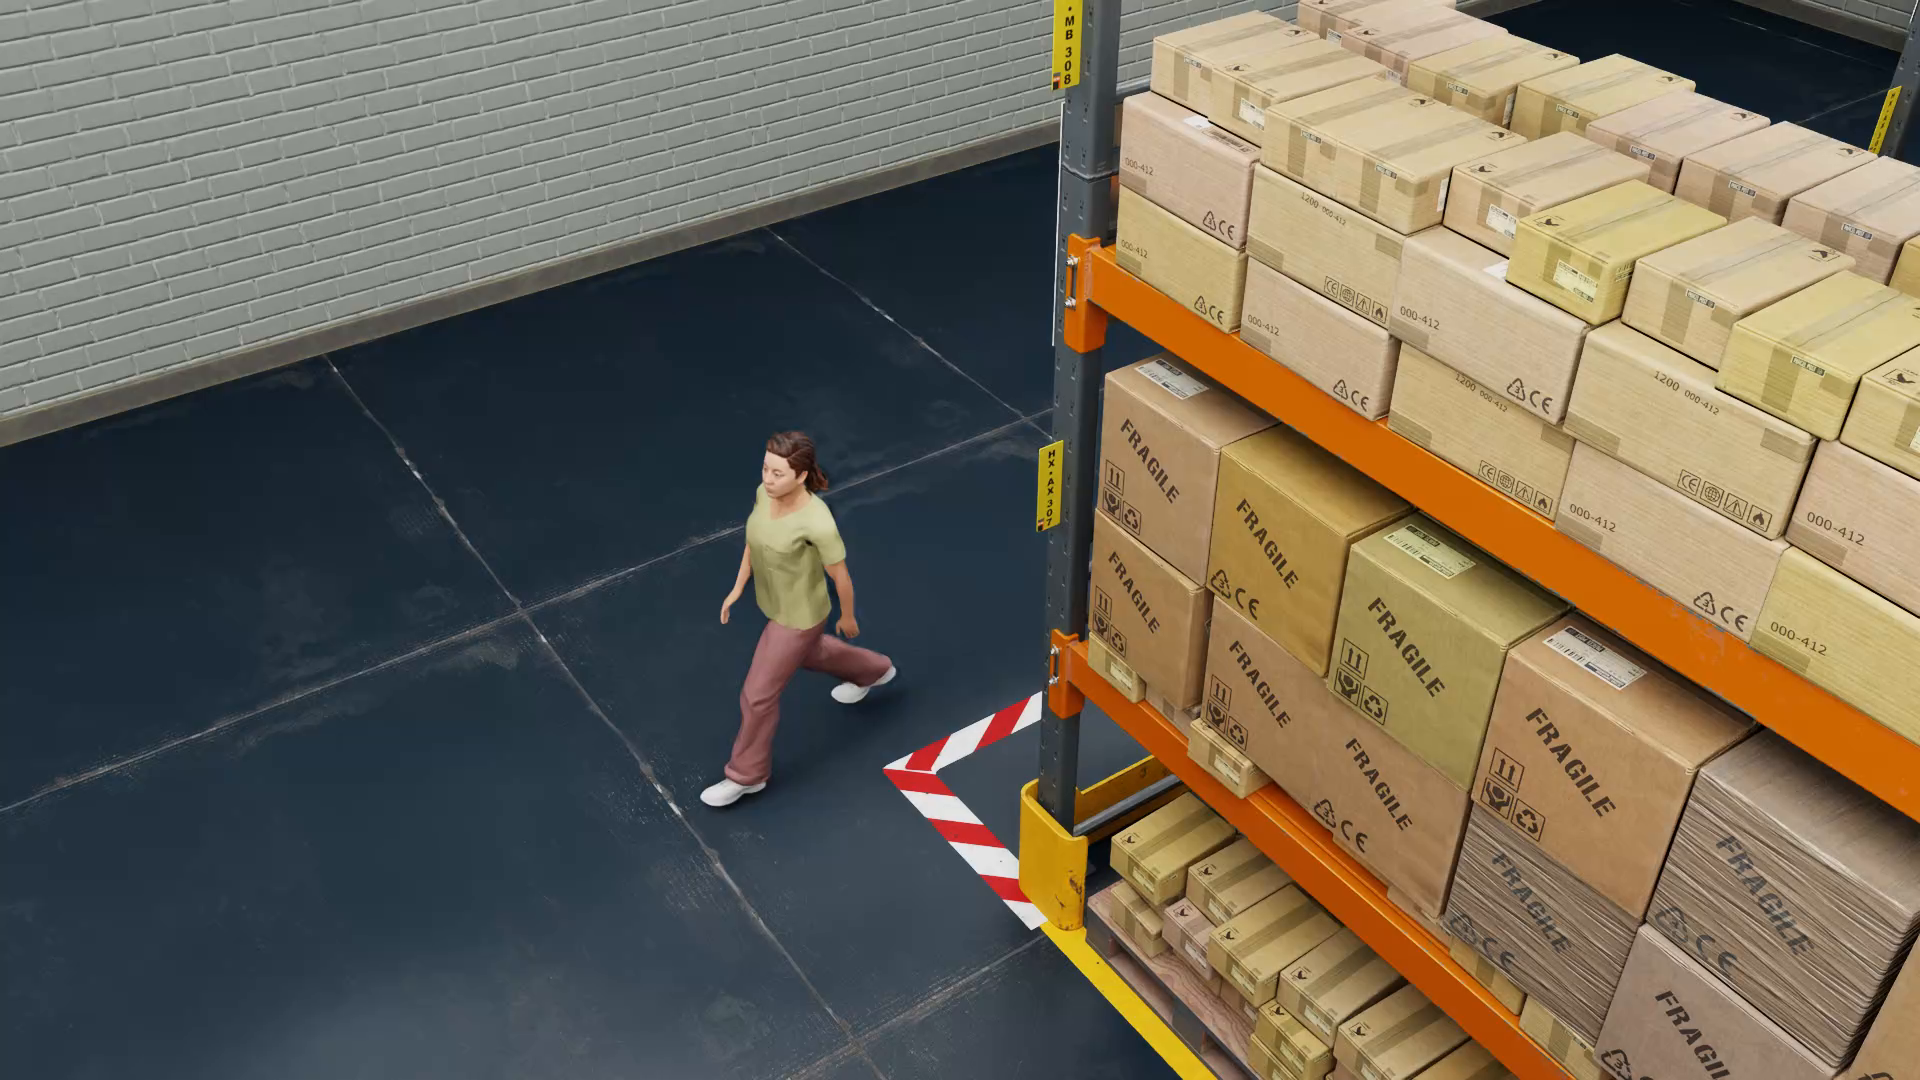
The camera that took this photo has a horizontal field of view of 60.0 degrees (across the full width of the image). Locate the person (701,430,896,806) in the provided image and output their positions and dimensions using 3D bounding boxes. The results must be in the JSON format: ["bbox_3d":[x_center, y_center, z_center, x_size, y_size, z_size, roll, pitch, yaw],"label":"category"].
[{"bbox_3d":[-0.668,0.259,6.662,1.047,1.616,0.452,-23,42,-28],"label":"person"}]
